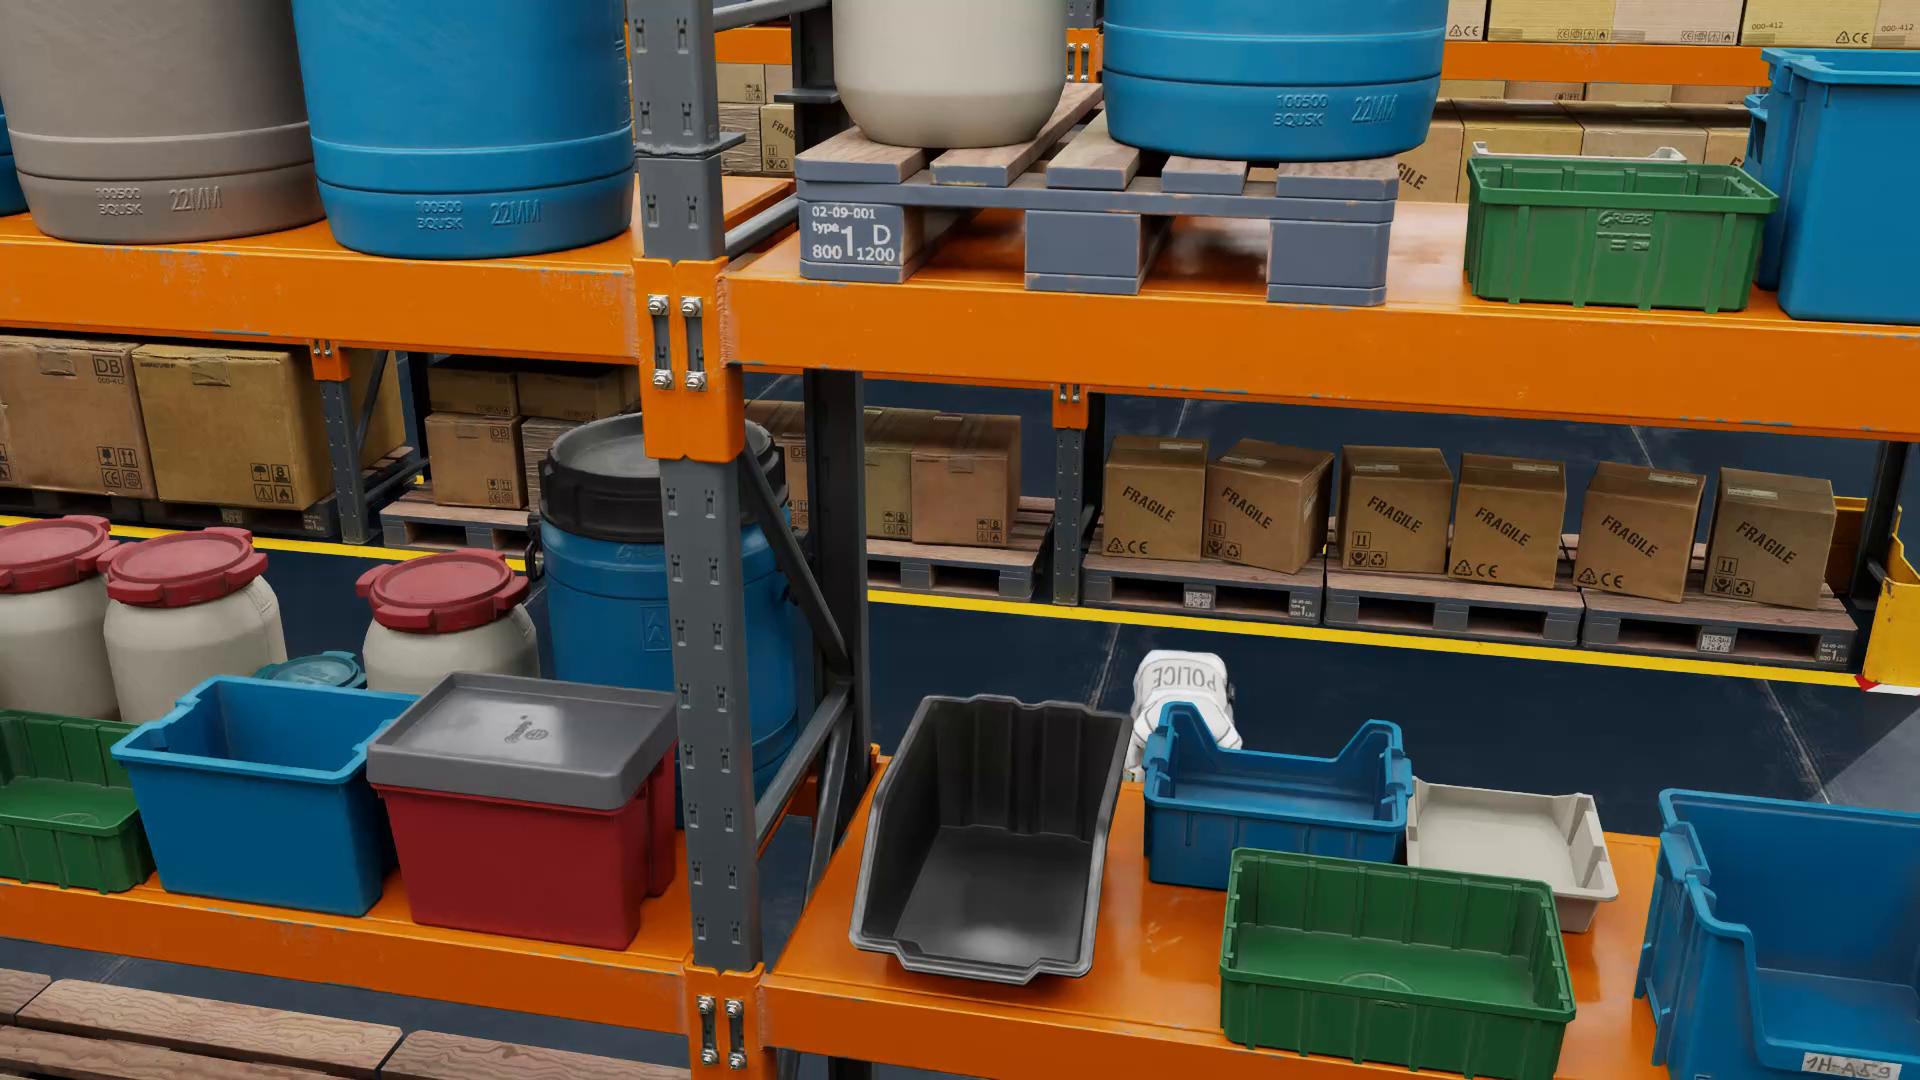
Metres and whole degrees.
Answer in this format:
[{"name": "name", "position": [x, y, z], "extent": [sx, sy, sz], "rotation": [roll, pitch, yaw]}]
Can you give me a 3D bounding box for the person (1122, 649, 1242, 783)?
[{"name": "person", "position": [0.803, 0.873, 6.141], "extent": [0.449, 0.772, 0.912], "rotation": [4, 22, 9]}]
